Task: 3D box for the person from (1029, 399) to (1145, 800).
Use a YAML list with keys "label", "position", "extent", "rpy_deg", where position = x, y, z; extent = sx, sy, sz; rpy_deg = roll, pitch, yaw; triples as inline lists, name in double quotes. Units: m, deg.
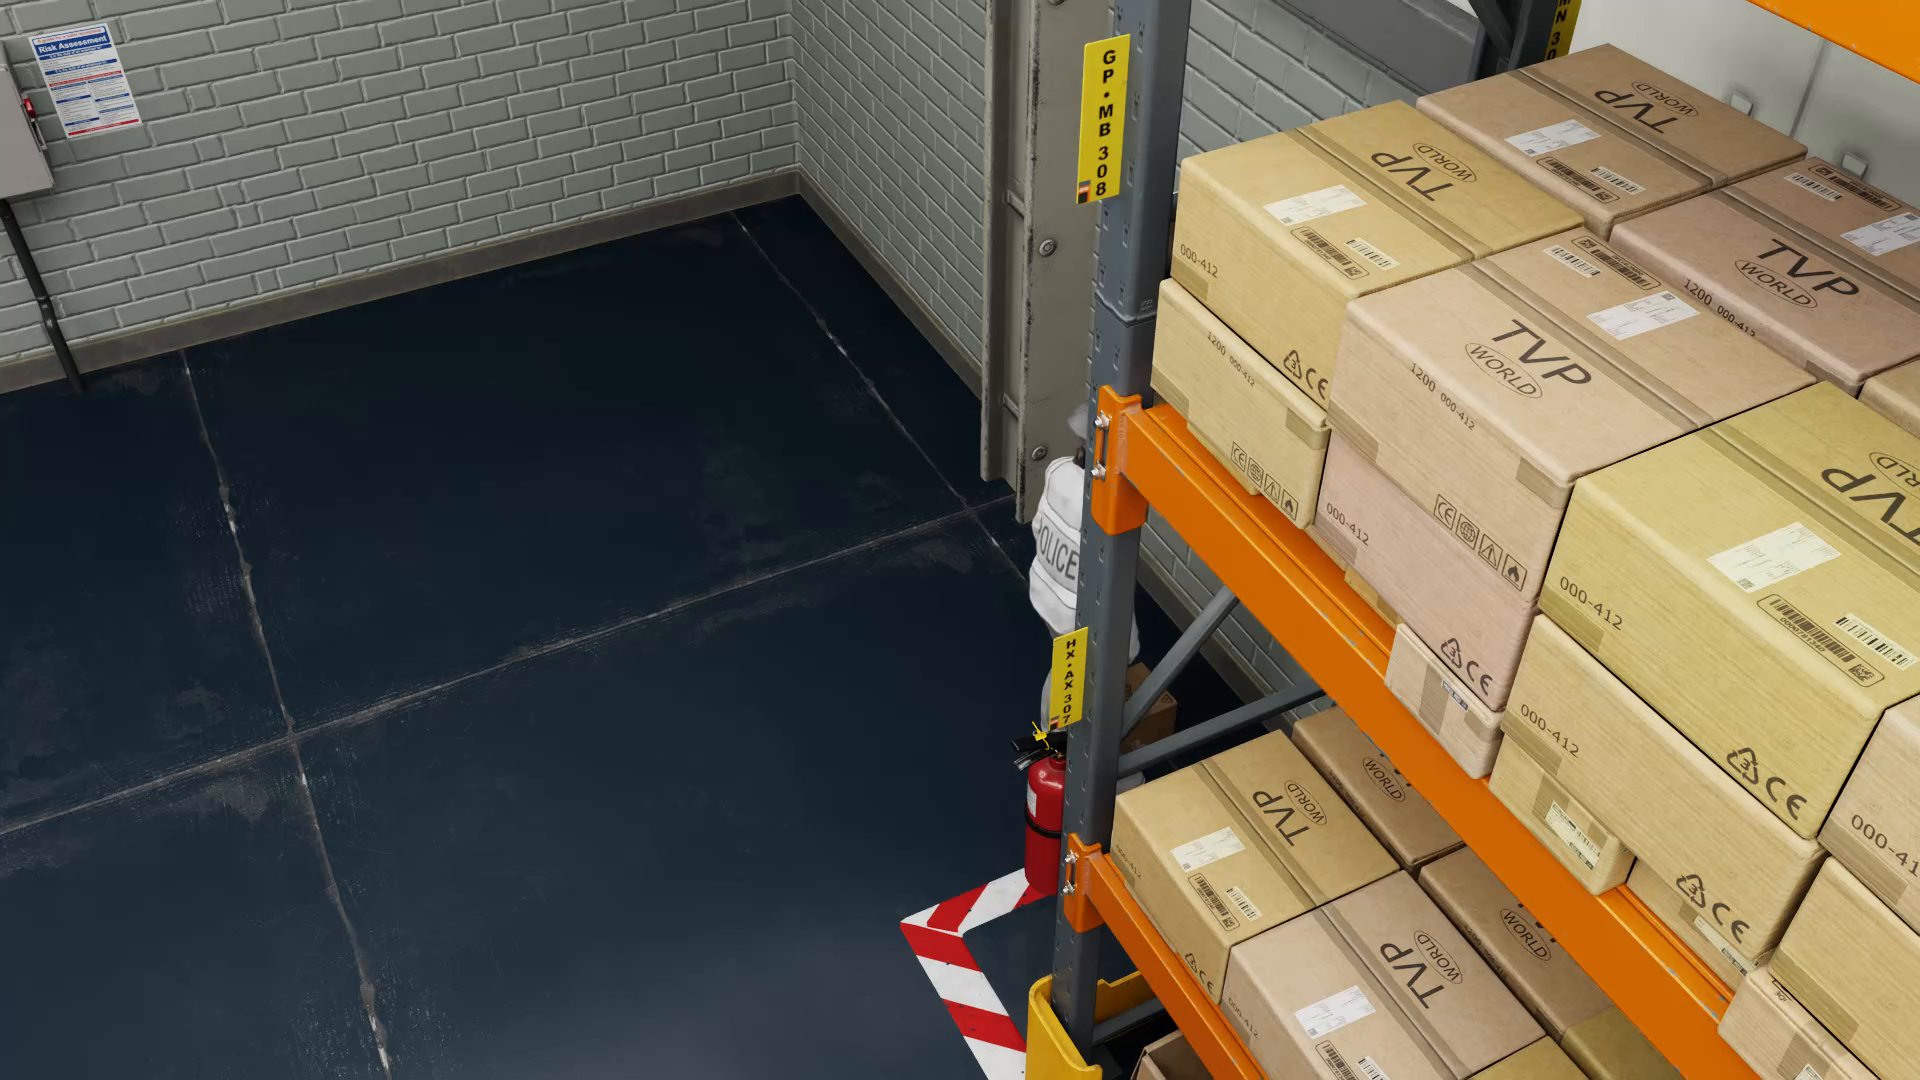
- label: "person"
  position: [0.451, 0.233, 5.894]
  extent: [0.372, 1.662, 0.523]
  rpy_deg: [-21, 46, -22]
